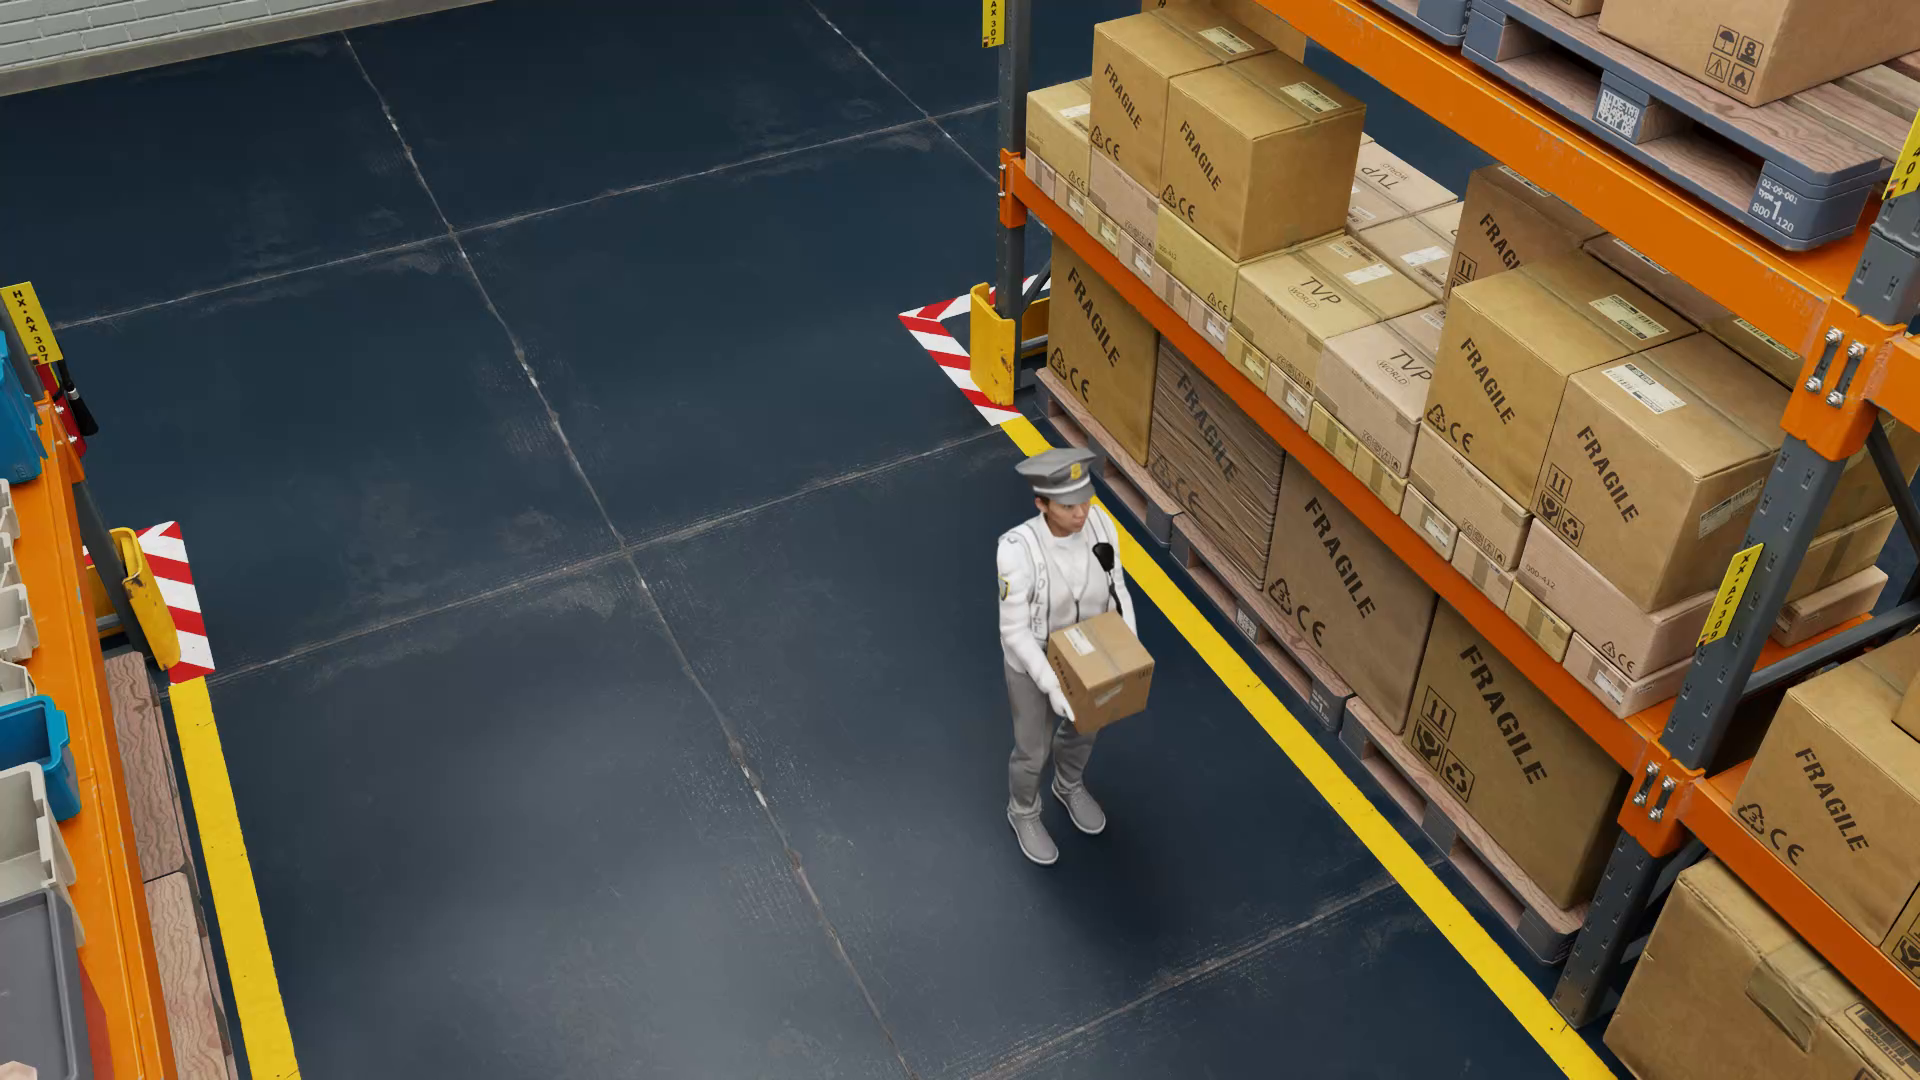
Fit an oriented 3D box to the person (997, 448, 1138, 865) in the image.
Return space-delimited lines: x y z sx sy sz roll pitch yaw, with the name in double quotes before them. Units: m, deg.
"person" 0.365 0.432 5.648 0.469 1.690 0.550 -19 45 -20
